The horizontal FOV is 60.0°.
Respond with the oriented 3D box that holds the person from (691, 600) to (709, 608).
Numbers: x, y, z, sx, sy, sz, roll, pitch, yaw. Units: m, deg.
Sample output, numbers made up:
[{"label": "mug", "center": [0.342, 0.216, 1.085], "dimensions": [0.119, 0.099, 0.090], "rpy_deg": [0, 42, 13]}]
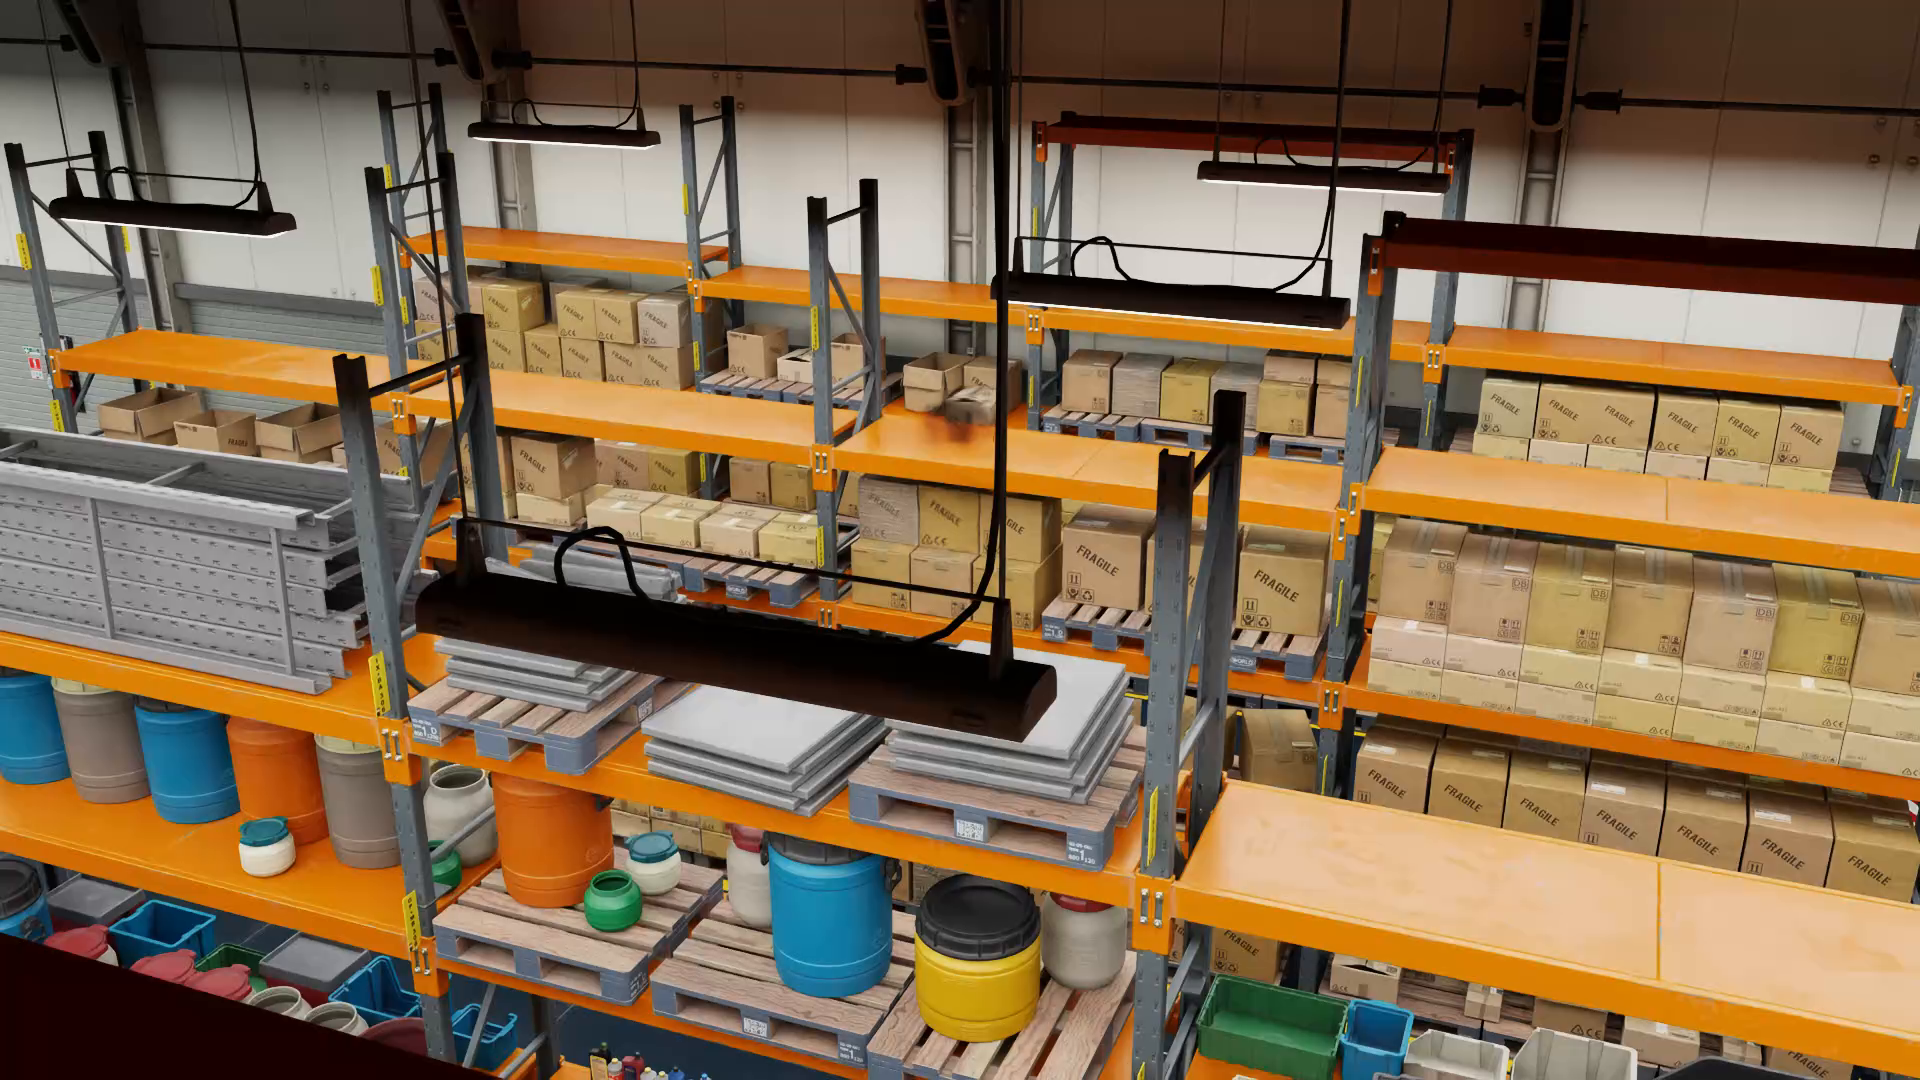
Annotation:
[{"label": "person", "center": [-2.544, 1.399, 16.483], "dimensions": [0.511, 1.748, 0.355], "rpy_deg": [14, 25, 32]}]
